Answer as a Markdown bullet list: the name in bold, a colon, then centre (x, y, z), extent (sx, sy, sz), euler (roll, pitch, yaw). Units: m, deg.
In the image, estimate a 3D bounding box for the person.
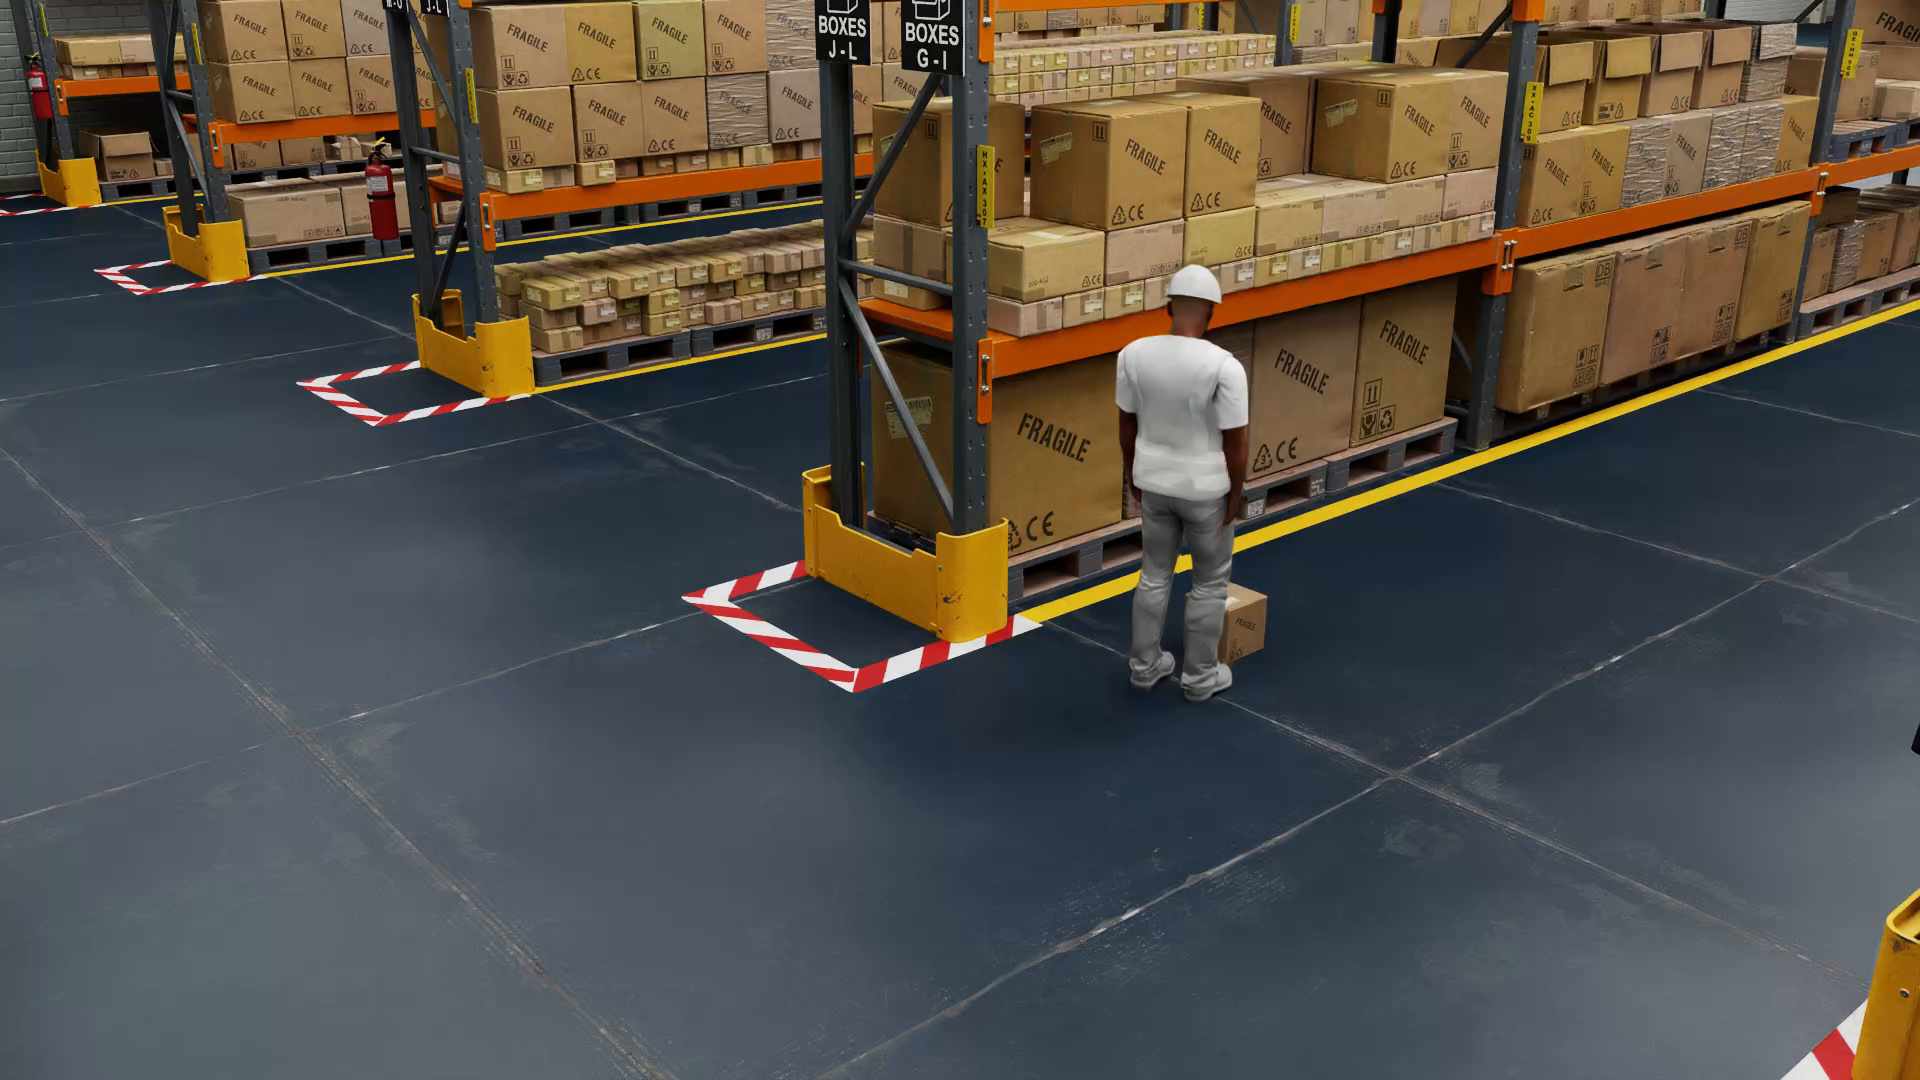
- **person**: centre (0.886, -0.220, 6.638), extent (0.569, 1.757, 0.373), euler (14, 25, 33)
